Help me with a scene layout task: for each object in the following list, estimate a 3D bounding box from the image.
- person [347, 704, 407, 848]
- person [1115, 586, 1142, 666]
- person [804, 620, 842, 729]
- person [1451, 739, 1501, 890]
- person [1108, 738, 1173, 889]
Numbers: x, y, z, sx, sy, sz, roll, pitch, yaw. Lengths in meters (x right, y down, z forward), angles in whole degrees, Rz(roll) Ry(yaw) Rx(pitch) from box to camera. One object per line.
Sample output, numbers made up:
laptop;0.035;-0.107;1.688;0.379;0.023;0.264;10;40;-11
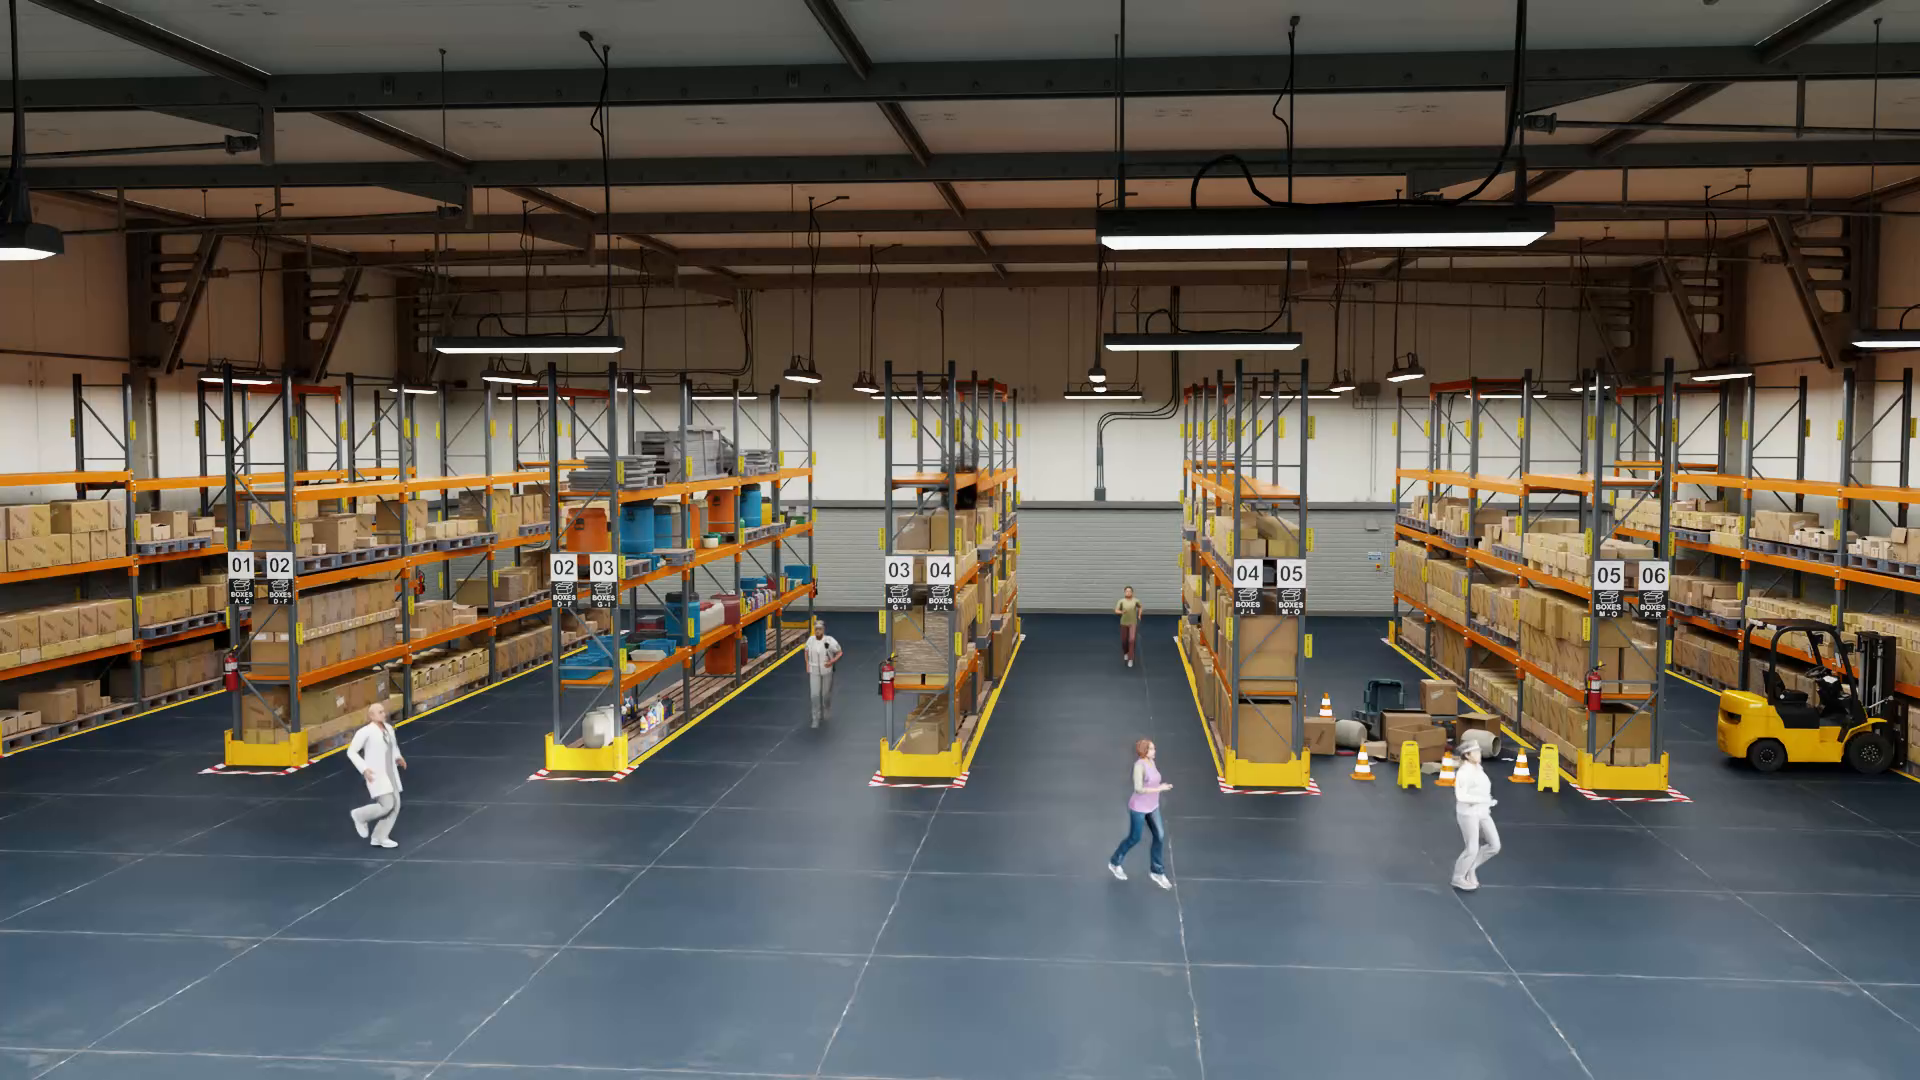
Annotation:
person;-6.983;2.828;19.989;0.637;1.732;0.710;2;4;24
person;3.594;1.810;35.452;0.571;1.659;0.967;1;4;8
person;-2.327;2.266;28.292;0.675;1.845;0.793;0;4;5
person;5.612;2.980;17.995;0.599;1.661;0.576;-3;5;-41
person;1.990;2.992;18.271;0.770;1.649;0.530;3;5;36
